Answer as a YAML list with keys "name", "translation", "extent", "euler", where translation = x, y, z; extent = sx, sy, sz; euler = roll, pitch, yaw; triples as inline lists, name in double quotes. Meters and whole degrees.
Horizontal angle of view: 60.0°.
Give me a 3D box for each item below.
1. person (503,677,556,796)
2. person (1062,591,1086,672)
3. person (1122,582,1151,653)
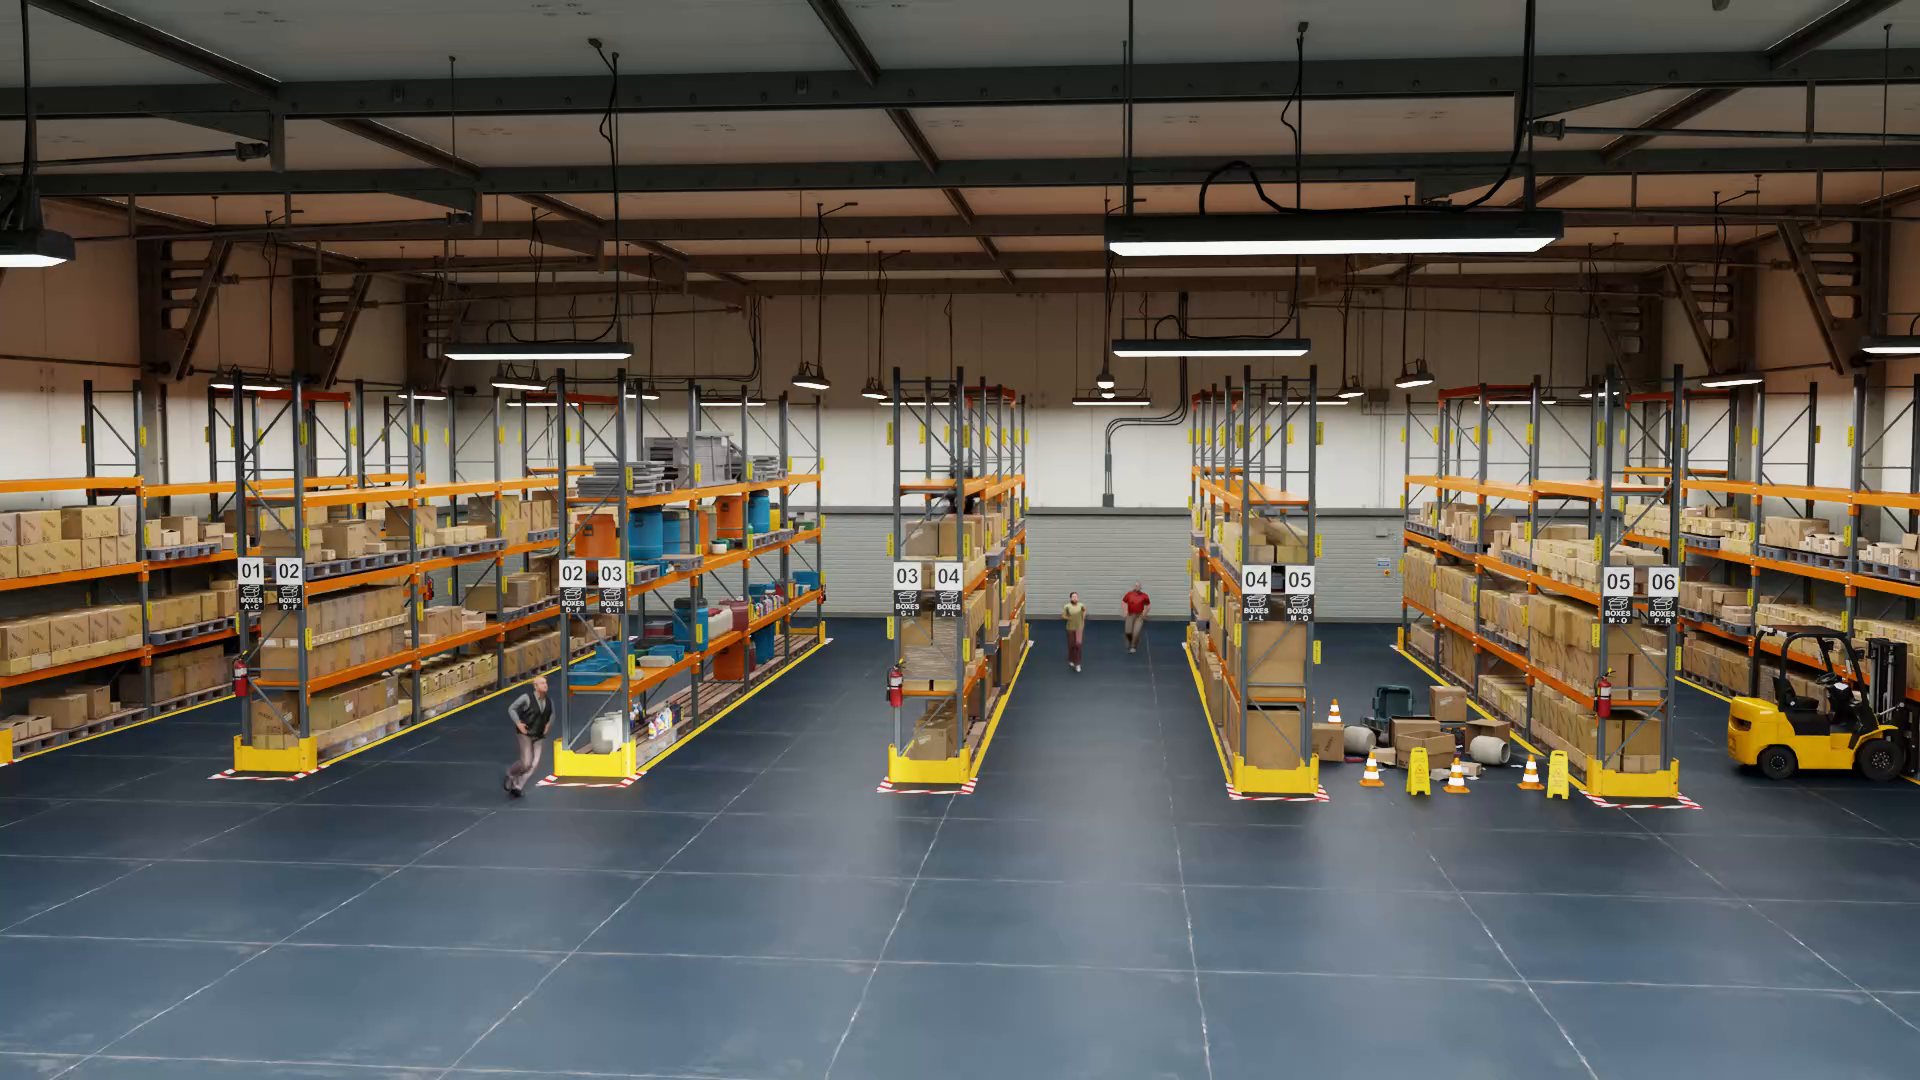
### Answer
- name: "person"
  translation: [-5.982, 2.737, 23.250]
  extent: [0.714, 1.635, 0.571]
  euler: [-3, 5, -43]
- name: "person"
  translation: [2.445, 1.946, 35.728]
  extent: [0.520, 1.709, 0.816]
  euler: [0, 4, 6]
- name: "person"
  translation: [4.068, 1.788, 38.425]
  extent: [0.665, 1.657, 0.570]
  euler: [1, 4, 12]
